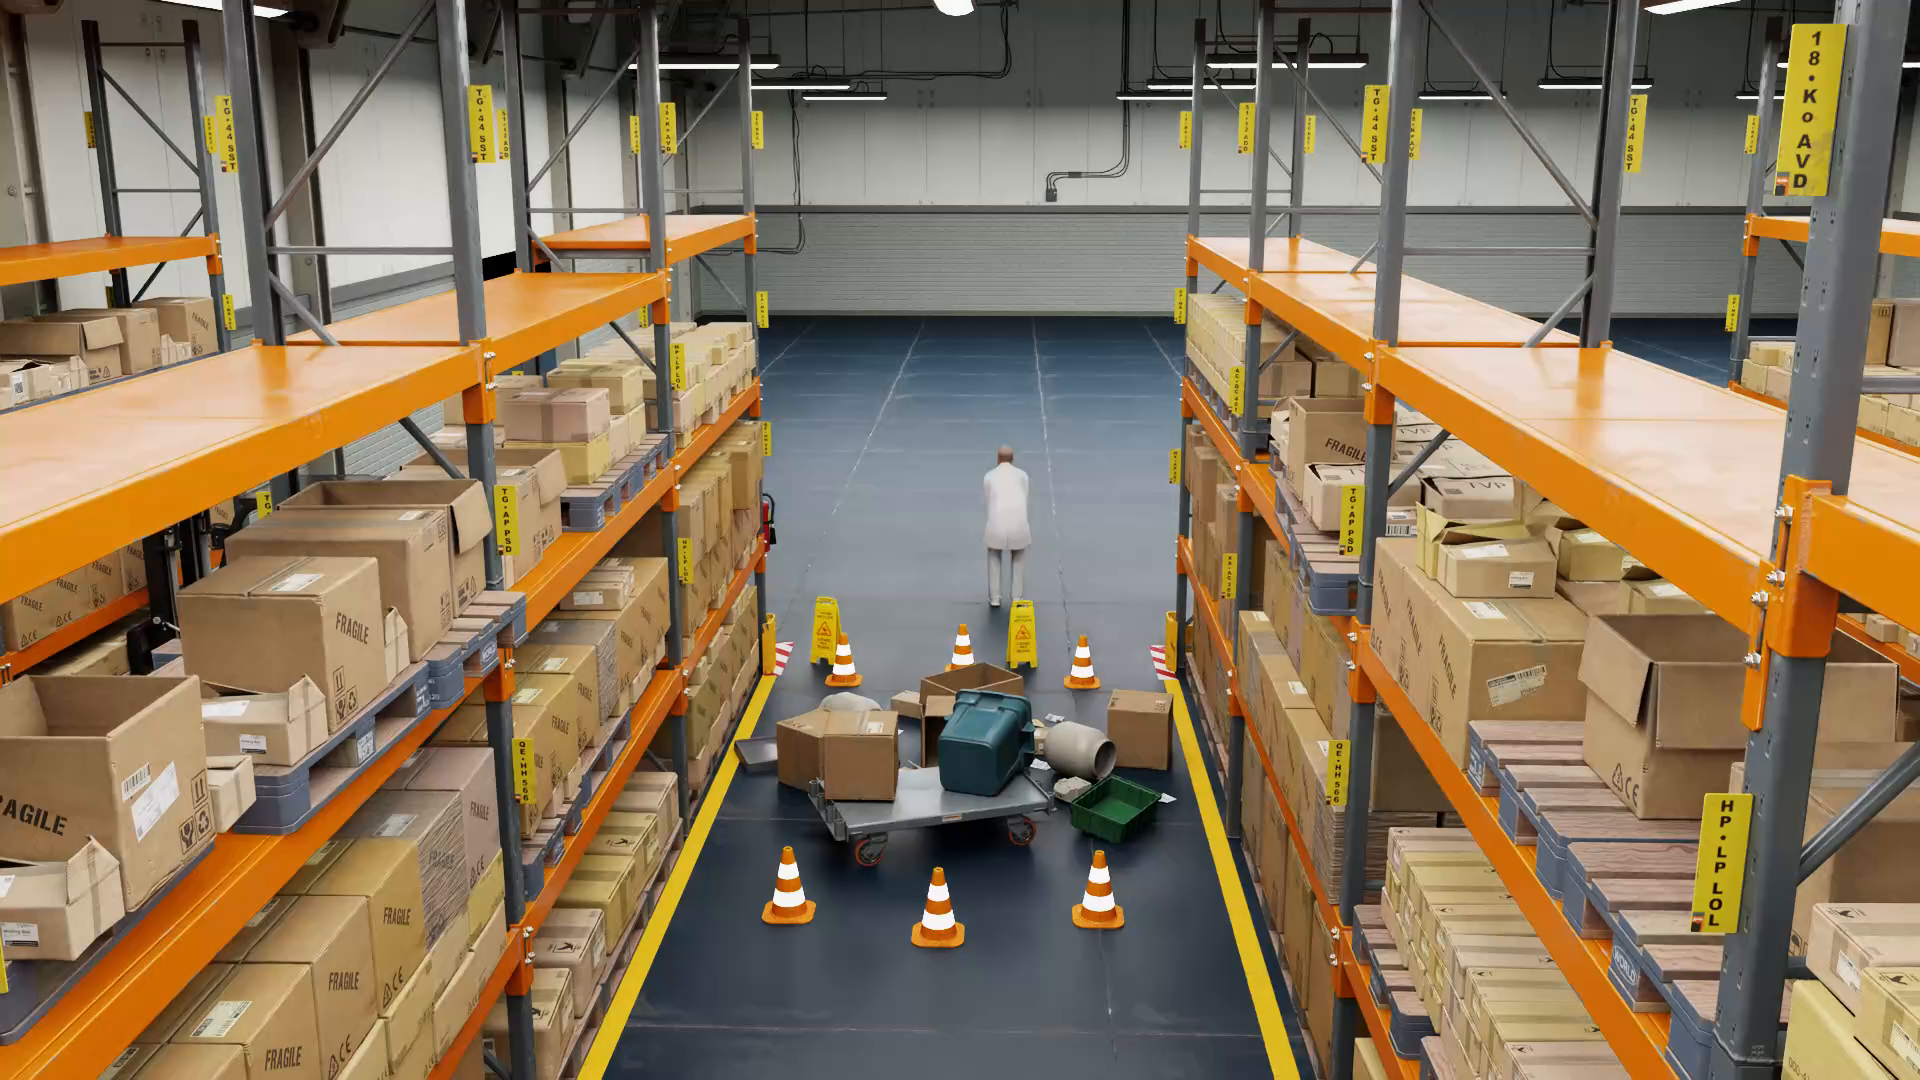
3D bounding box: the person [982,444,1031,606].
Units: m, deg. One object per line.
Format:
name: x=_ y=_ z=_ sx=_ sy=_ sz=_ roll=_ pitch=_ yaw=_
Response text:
person: x=0.512 y=-0.171 z=18.182 sx=0.534 sy=1.743 sz=0.600 roll=0 pitch=14 yaw=0
